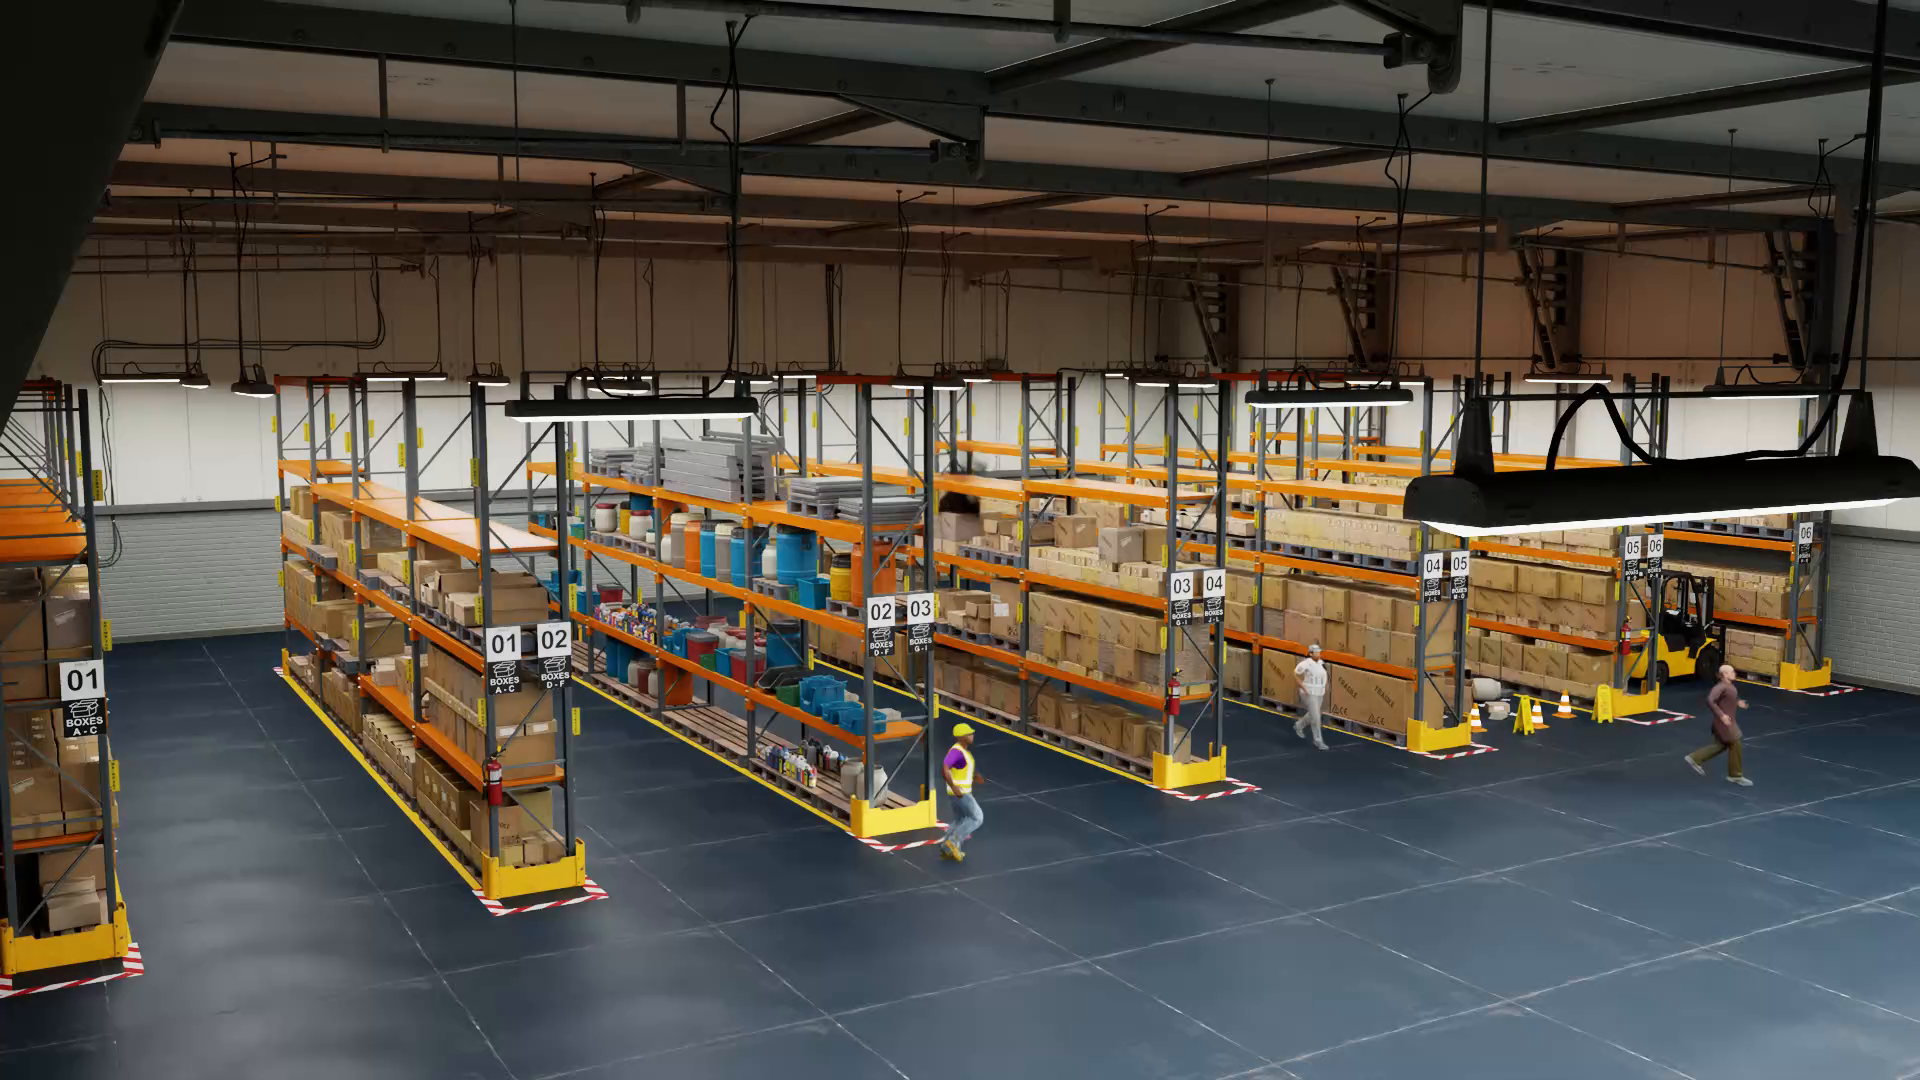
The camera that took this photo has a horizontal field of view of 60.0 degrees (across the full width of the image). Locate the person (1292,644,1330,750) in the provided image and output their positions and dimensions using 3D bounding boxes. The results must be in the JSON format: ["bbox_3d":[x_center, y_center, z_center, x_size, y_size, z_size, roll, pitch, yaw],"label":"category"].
[{"bbox_3d":[5.763,2.538,27.208,0.615,1.684,0.825,-5,8,-38],"label":"person"}]

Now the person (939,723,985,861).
[{"bbox_3d":[0.026,3.175,20.973,0.581,1.730,0.706,0,6,1],"label":"person"}]

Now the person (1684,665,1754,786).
[{"bbox_3d":[11.365,2.737,24.834,0.965,1.790,0.695,3,7,23],"label":"person"}]
